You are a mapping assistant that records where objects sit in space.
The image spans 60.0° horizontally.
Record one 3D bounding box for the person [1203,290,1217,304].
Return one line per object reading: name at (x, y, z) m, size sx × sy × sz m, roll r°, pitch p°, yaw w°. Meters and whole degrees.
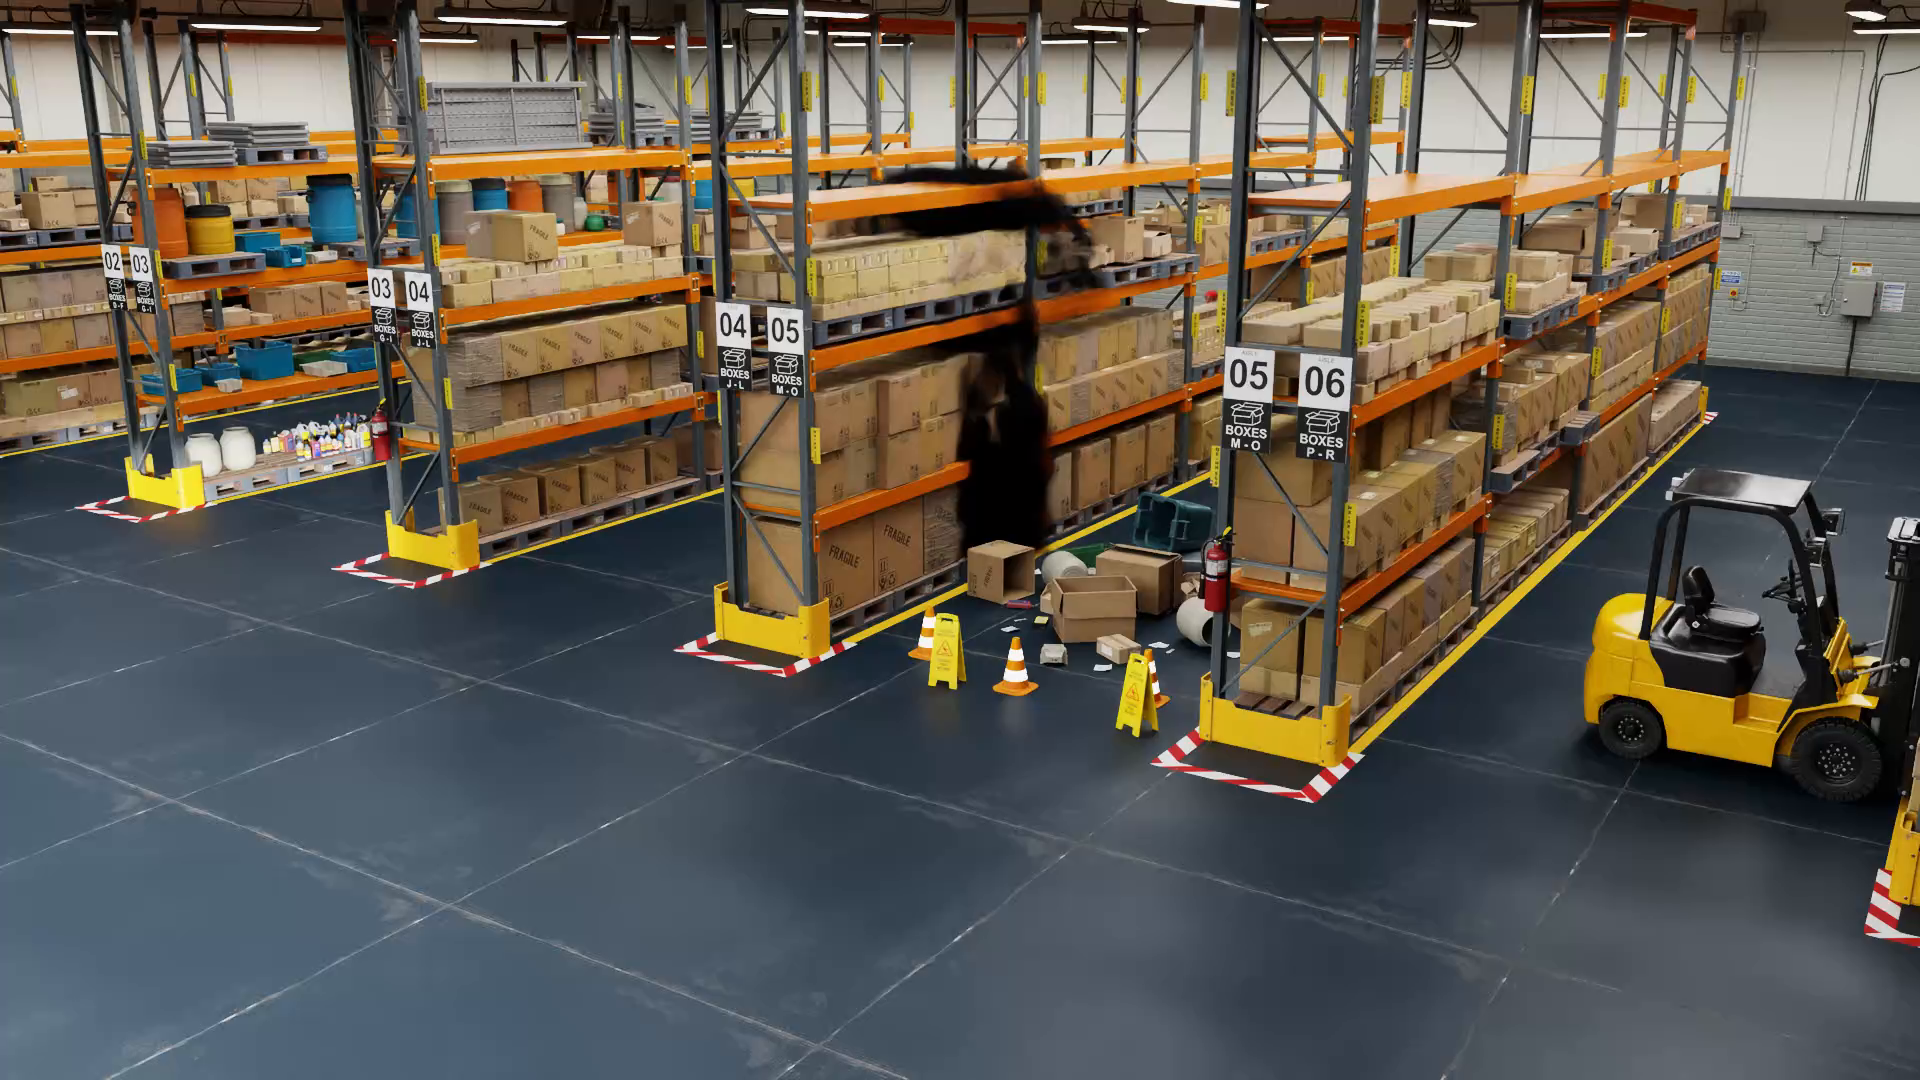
person at (4.109, -3.239, 27.511) m, size 0.667 × 1.768 × 0.970 m, roll 11°, pitch 19°, yaw 35°
